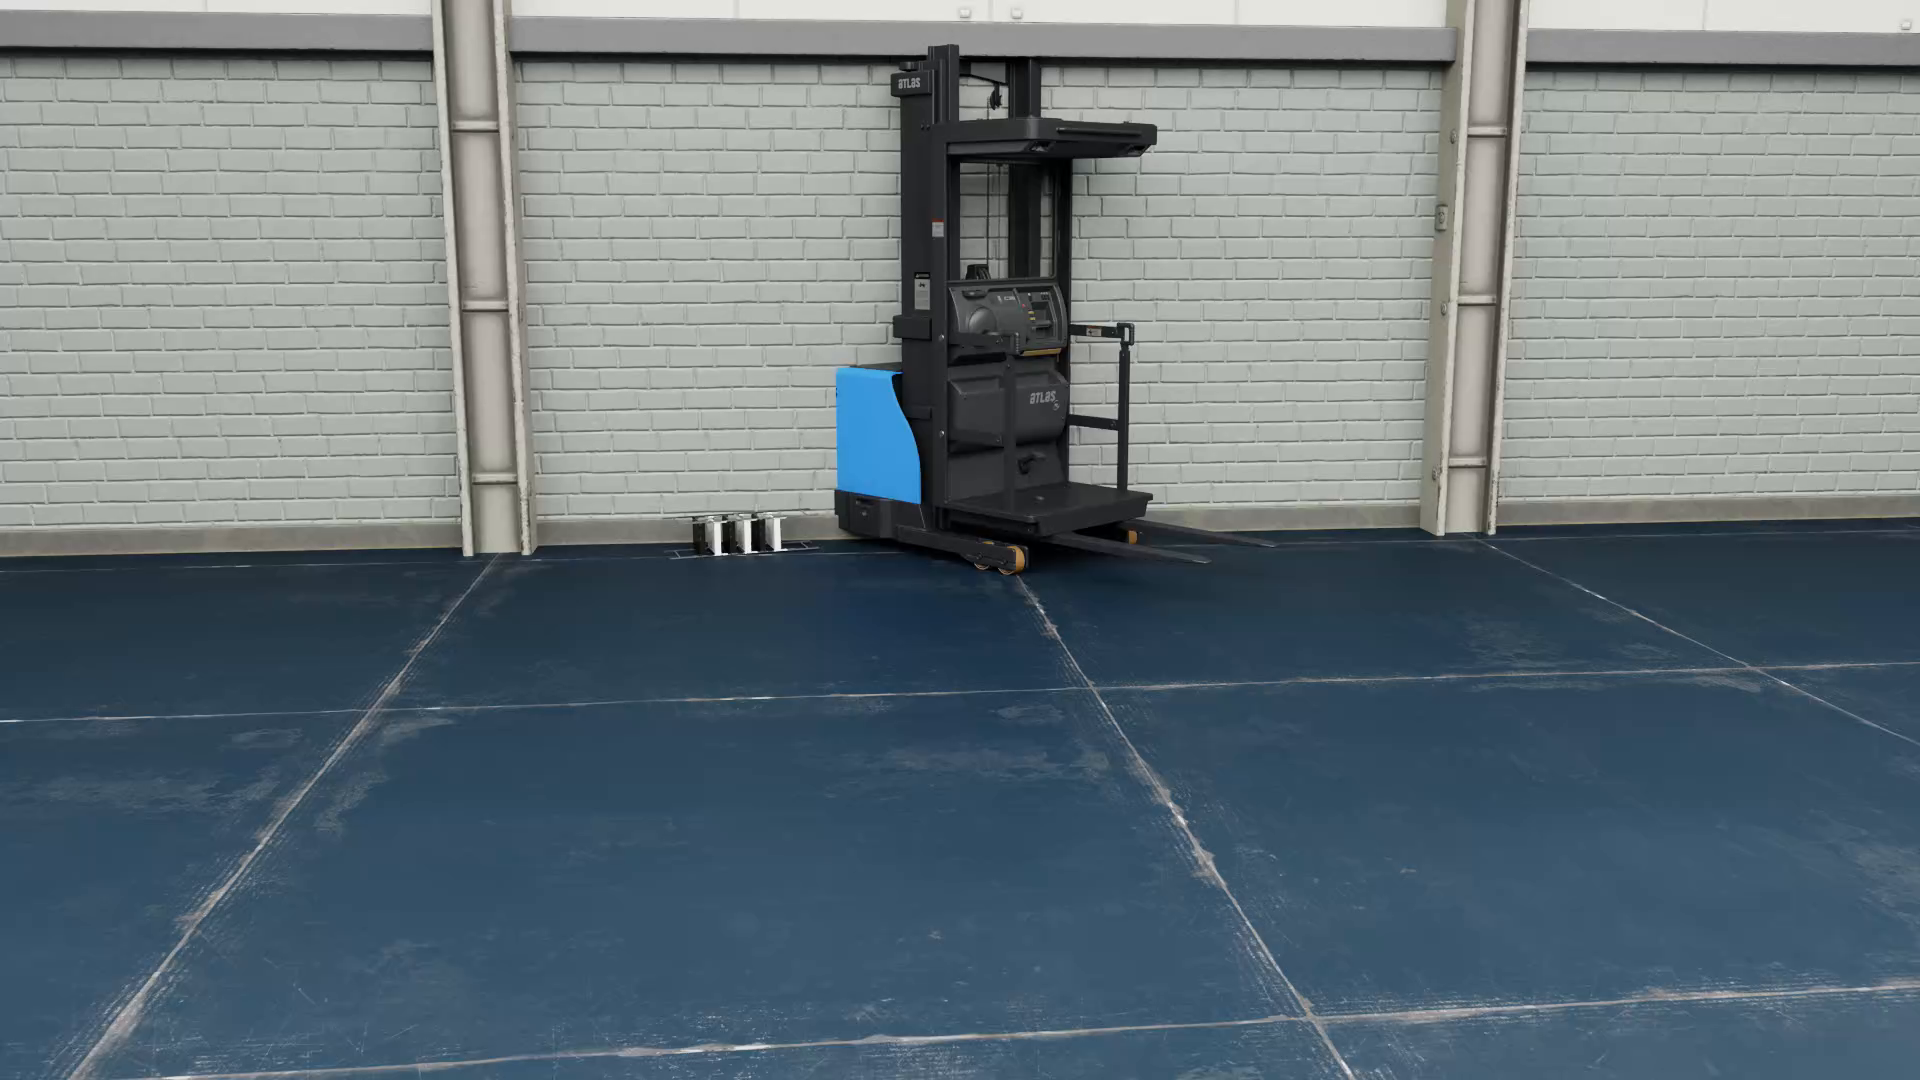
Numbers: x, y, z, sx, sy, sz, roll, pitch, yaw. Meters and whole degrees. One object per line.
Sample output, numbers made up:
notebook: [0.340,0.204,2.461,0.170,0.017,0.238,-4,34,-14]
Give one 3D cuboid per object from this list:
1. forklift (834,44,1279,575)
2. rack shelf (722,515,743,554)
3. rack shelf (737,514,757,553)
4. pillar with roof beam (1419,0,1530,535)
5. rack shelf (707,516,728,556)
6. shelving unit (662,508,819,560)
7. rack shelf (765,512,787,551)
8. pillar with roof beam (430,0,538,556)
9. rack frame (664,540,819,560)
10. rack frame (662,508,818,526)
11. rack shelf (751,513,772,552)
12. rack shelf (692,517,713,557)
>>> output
forklift: [0.440,-1.353,9.653,1.130,2.935,3.031,-11,16,-44]
rack shelf: [-1.372,-0.037,9.994,0.077,0.200,0.258,-4,12,-18]
rack shelf: [-1.287,-0.043,10.023,0.077,0.200,0.258,-4,12,-18]
pillar with roof beam: [3.657,-3.653,5.620,0.400,9.000,9.100,-1,11,-6]
rack shelf: [-1.457,-0.031,9.966,0.077,0.200,0.258,-4,12,-18]
shelving unit: [-1.318,-0.041,10.012,0.900,0.210,0.258,-4,12,-18]
rack shelf: [-1.116,-0.056,10.079,0.077,0.200,0.258,-4,12,-18]
pillar with roof beam: [-2.308,-3.528,4.984,0.400,9.000,9.100,-1,11,-6]
rack frame: [-1.317,0.059,10.032,0.900,0.006,0.240,-4,12,-18]
rack frame: [-1.319,-0.141,9.992,0.900,0.006,0.240,-4,12,-18]
rack shelf: [-1.202,-0.050,10.051,0.077,0.200,0.258,-4,12,-18]
rack shelf: [-1.542,-0.024,9.938,0.077,0.200,0.258,-4,12,-18]
